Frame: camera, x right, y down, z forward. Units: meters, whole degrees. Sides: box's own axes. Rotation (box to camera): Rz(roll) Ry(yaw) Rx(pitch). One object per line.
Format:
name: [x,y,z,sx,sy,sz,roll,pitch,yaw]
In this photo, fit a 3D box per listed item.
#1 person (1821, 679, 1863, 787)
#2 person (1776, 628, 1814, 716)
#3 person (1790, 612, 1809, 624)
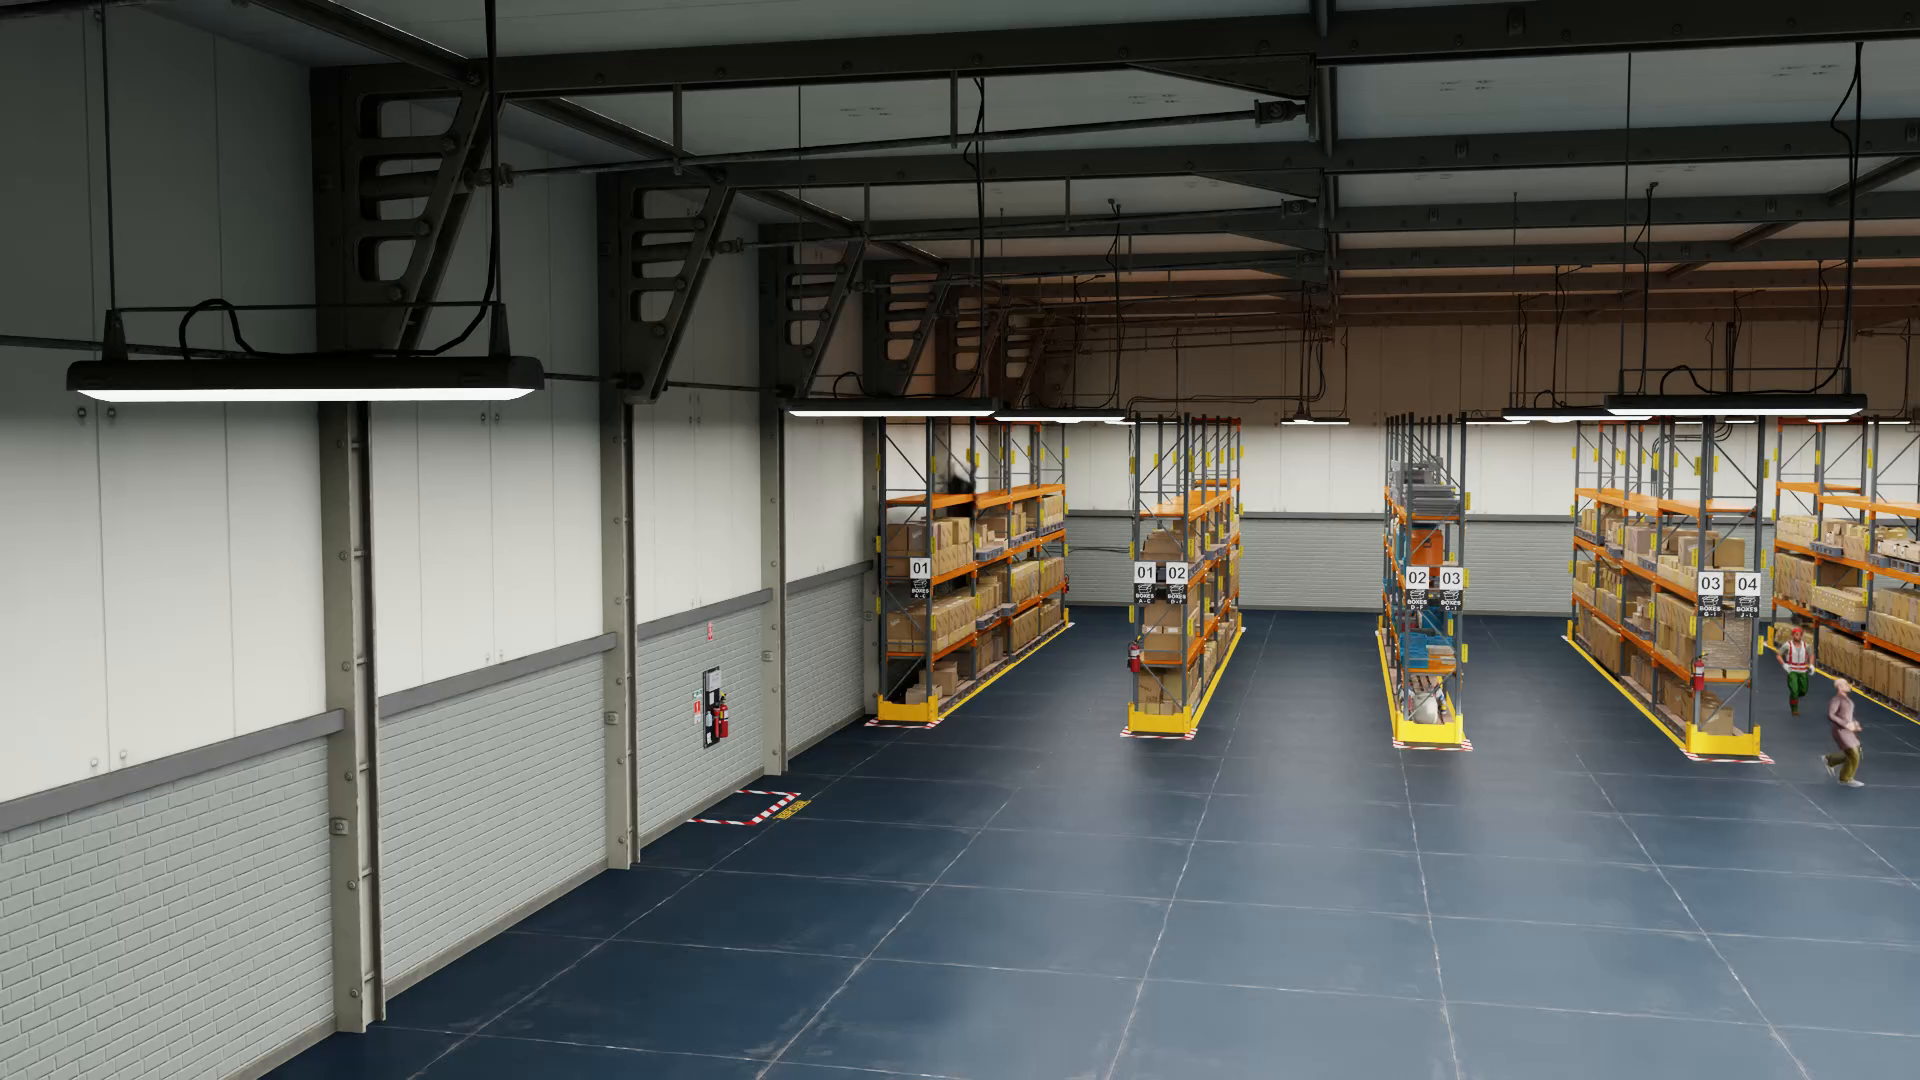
person: [14.125,3.072,26.633,0.750,1.713,0.664,-4,5,-44]
person: [16.636,2.610,33.136,0.702,1.742,0.637,1,4,8]
person: [22.545,1.854,44.526,0.644,1.709,0.778,-4,5,-44]
